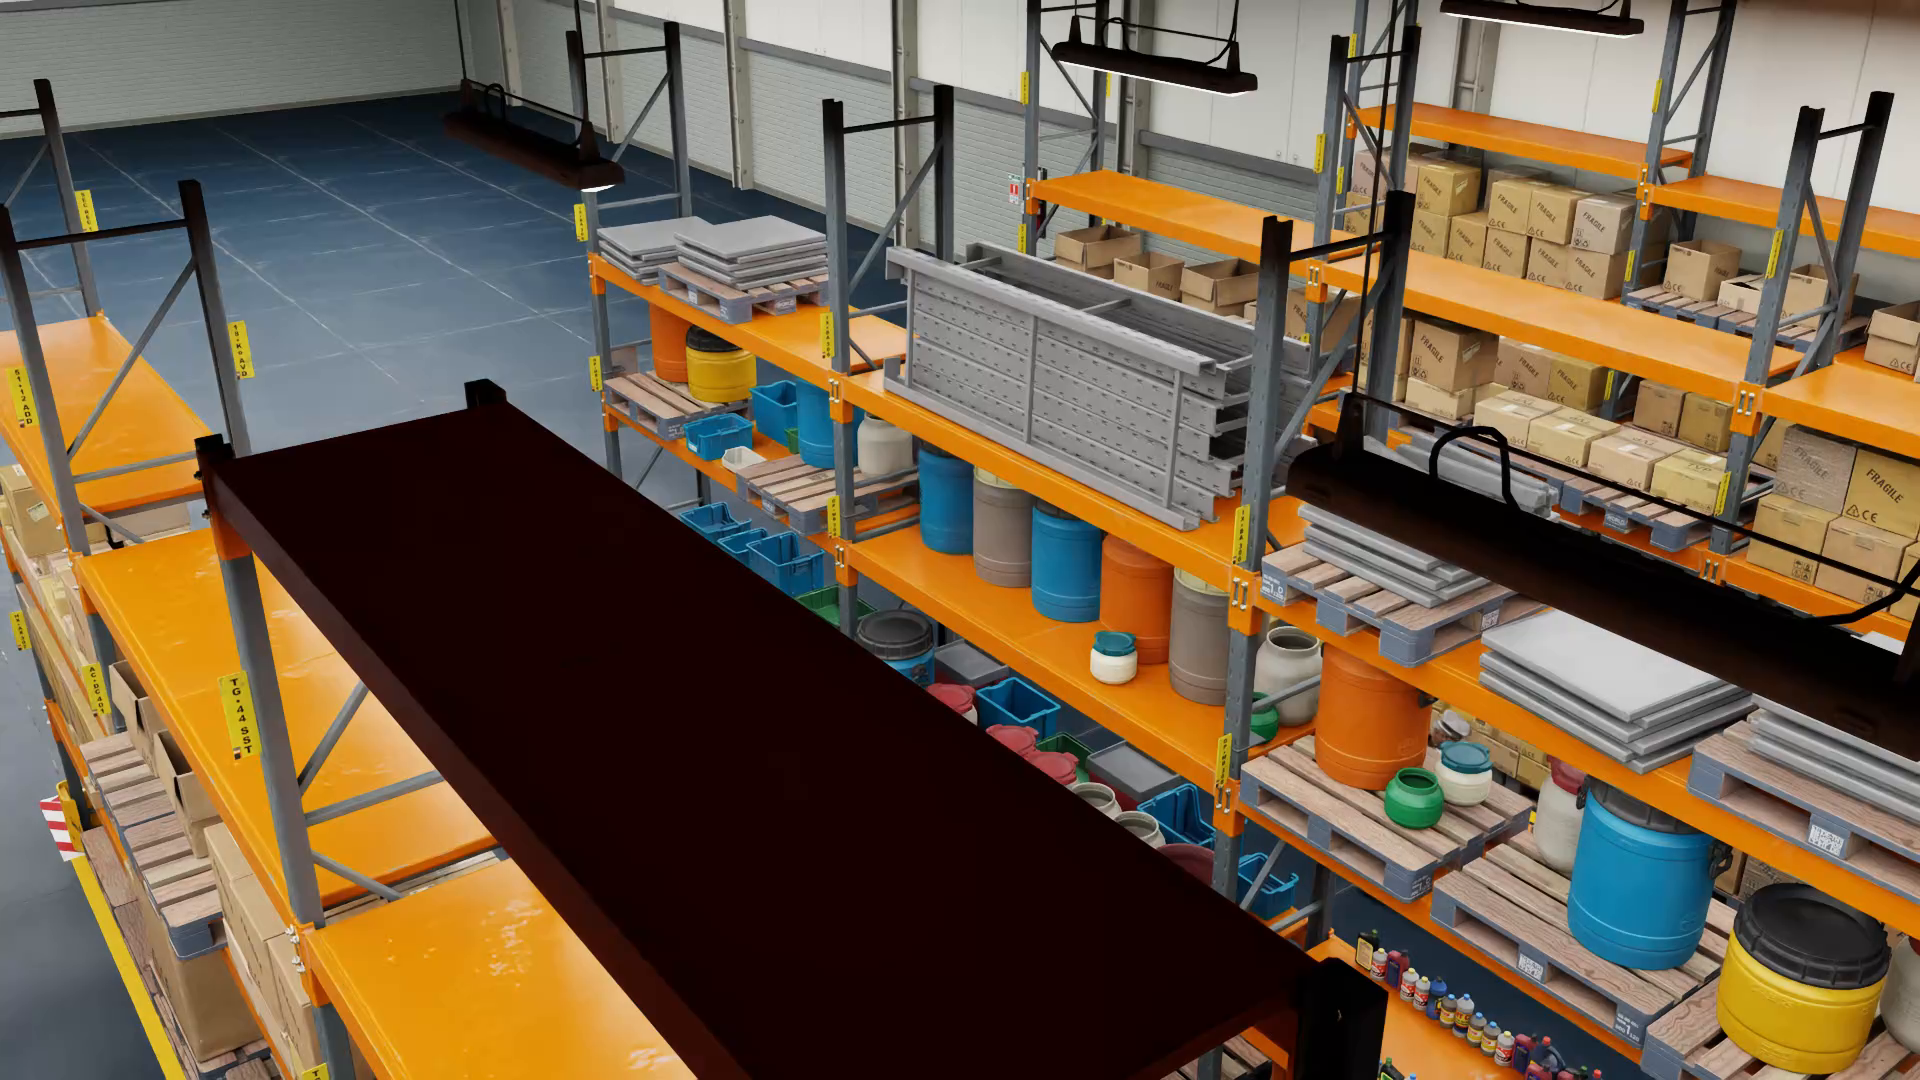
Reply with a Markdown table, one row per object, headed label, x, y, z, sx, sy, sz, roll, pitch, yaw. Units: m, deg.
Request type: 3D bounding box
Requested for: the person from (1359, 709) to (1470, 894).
| label | x | y | z | sx | sy | sz | roll | pitch | yaw |
| --- | --- | --- | --- | --- | --- | --- | --- | --- | --- |
| person | 3.569 | 2.028 | 12.476 | 1.038 | 1.721 | 0.518 | 22 | 32 | 39 |
